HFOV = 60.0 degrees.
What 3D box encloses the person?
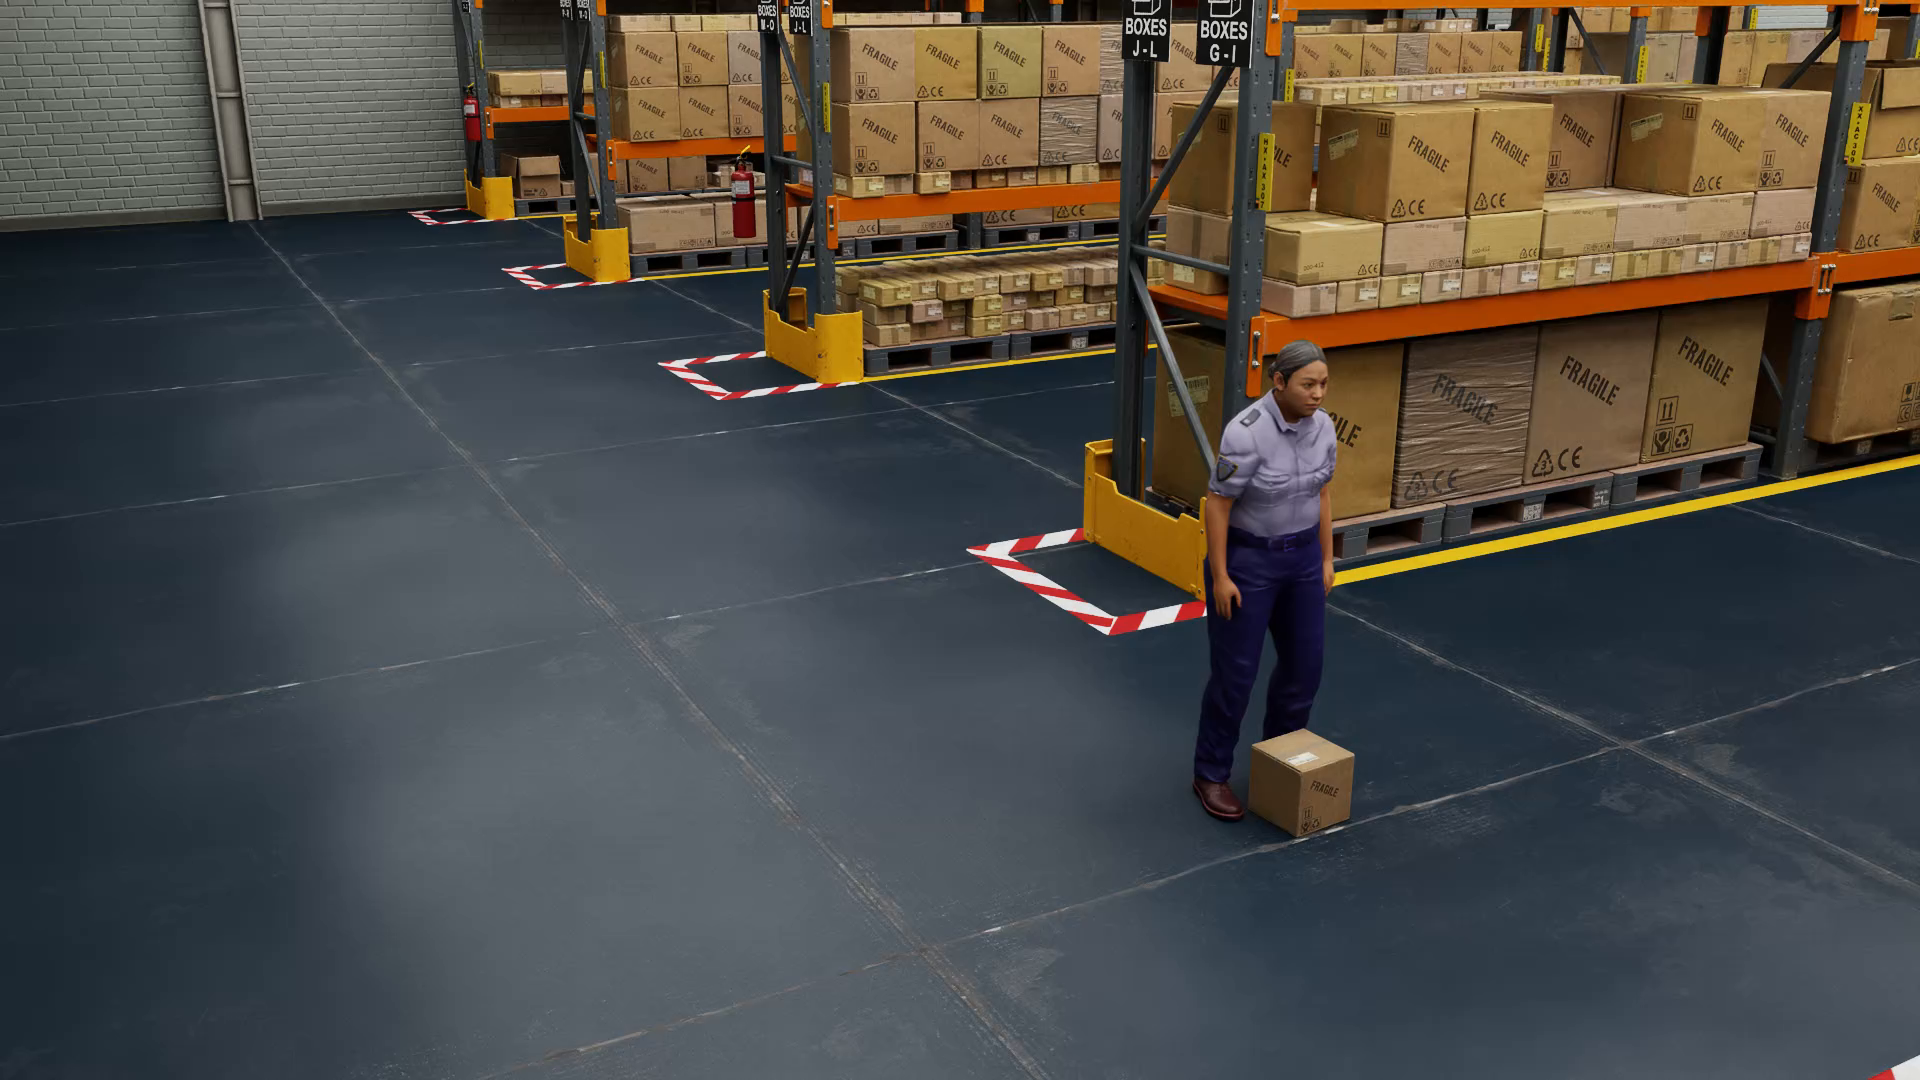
[{"bbox_3d":[1.074,0.117,5.724,0.545,1.651,0.414,-10,21,-27],"label":"person"}]
